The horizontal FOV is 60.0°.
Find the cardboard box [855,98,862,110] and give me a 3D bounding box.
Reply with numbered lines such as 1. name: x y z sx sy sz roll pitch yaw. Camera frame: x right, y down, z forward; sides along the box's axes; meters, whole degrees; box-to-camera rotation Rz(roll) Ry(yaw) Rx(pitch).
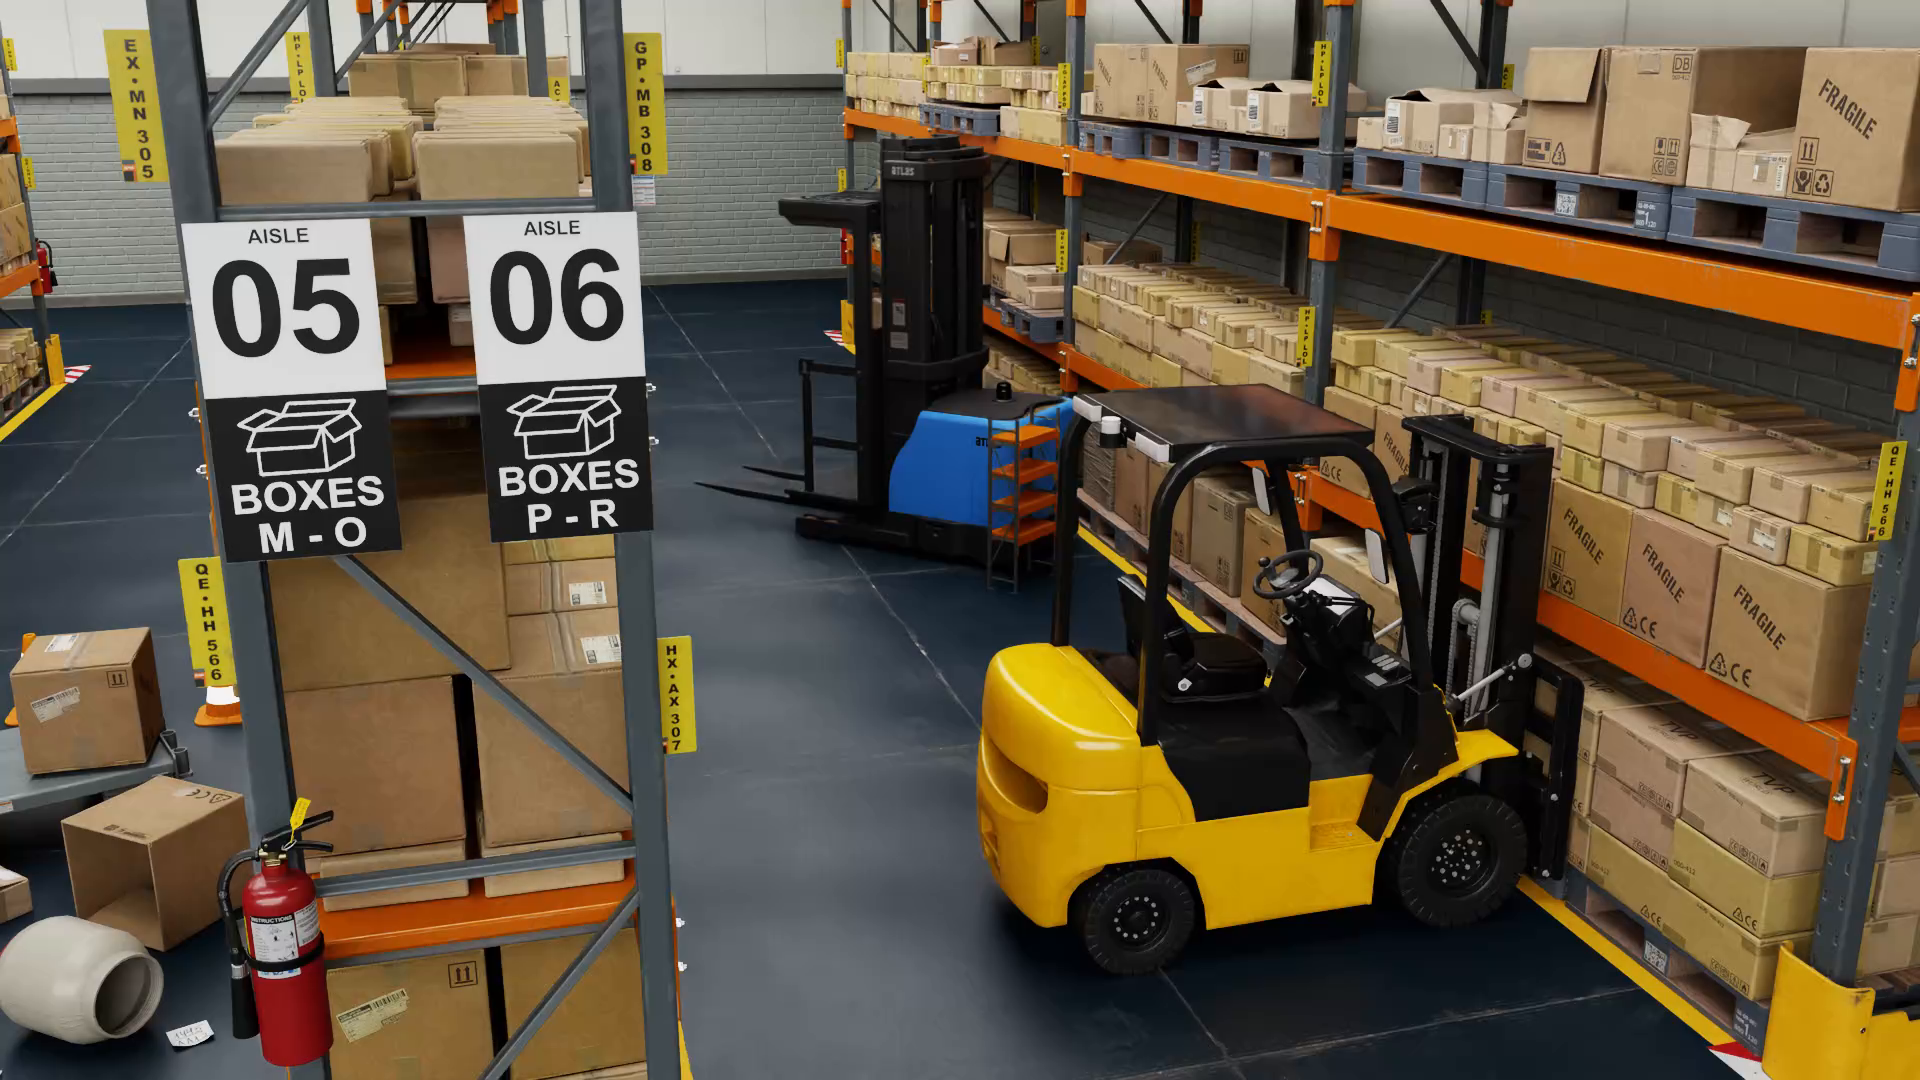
1. cardboard box: -1.033 -5.162 19.645 0.380 0.149 0.250 -4 17 -14

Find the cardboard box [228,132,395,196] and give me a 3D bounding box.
1. cardboard box: -1.682 -0.976 4.323 0.380 0.149 0.250 -4 17 -14

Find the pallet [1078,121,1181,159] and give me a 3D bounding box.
1. pallet: 1.574 -2.905 12.022 1.213 0.211 1.003 -4 17 -13

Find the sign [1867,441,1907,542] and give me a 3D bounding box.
1. sign: 2.974 -0.155 5.331 0.100 0.325 0.005 -5 17 -15

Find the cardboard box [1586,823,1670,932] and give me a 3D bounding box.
1. cardboard box: 2.940 1.346 6.806 0.500 0.250 0.500 -5 17 -15

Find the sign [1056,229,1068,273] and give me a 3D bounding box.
1. sign: 0.782 -2.210 12.721 0.100 0.325 0.005 -5 17 -15

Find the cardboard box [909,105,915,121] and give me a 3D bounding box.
1. cardboard box: -0.310 -4.381 17.045 0.380 0.149 0.250 -4 17 -13

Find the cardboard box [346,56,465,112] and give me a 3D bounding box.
1. cardboard box: -2.653 -2.195 7.993 0.500 0.250 0.500 -4 17 -14

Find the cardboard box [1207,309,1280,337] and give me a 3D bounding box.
1. cardboard box: 1.777 -1.350 10.430 0.380 0.149 0.250 -5 17 -17

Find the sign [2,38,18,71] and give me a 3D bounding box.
1. sign: -9.861 -5.038 17.258 0.100 0.325 0.005 -5 17 -15

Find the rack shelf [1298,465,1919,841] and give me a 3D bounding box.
1. rack shelf: 2.950 0.265 7.607 1.077 0.370 4.000 -5 17 -15

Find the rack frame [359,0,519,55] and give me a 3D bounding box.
1. rack frame: -3.470 -4.219 10.855 1.000 3.000 0.127 -5 17 -15

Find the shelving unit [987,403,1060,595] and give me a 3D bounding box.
1. shelving unit: 0.433 -0.284 11.313 0.258 1.200 0.503 12 21 35

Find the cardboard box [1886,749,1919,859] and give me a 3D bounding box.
1. cardboard box: 3.550 0.963 6.345 0.500 0.250 0.500 -5 17 -16

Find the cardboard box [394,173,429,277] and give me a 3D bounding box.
1. cardboard box: -1.795 -0.901 4.766 0.500 0.250 0.500 -5 17 -16

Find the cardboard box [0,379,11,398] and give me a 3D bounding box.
1. cardboard box: -9.631 -1.493 16.434 0.380 0.149 0.250 -4 17 -14

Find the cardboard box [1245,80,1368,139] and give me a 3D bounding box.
1. cardboard box: 1.968 -2.457 9.454 0.500 0.311 0.500 -5 18 -17

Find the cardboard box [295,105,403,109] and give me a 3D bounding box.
1. cardboard box: -2.271 -1.542 6.207 0.380 0.149 0.250 -5 18 -17

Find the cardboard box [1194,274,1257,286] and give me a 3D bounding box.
1. cardboard box: 1.912 -1.821 12.000 0.380 0.149 0.250 -5 17 -16

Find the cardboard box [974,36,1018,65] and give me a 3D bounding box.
1. cardboard box: 0.352 -4.673 15.875 0.396 0.266 0.258 -5 17 -16

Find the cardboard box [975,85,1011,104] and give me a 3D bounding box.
1. cardboard box: 0.349 -3.874 14.453 0.380 0.149 0.250 -4 17 -14

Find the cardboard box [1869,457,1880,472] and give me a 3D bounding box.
1. cardboard box: 3.600 -0.216 6.138 0.380 0.149 0.250 -4 17 -13

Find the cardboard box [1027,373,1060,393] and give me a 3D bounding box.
1. cardboard box: 0.787 -1.320 14.119 0.380 0.149 0.250 -5 18 -17

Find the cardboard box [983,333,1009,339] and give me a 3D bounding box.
1. cardboard box: 0.277 -1.899 16.049 0.380 0.149 0.250 -6 18 -18

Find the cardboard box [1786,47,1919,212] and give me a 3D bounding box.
1. cardboard box: 3.144 -1.363 5.484 0.500 0.500 0.500 -4 17 -13

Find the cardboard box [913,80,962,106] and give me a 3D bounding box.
1. cardboard box: -0.171 -4.467 16.637 0.500 0.250 0.500 -5 17 -15

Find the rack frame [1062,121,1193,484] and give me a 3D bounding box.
1. rack frame: 1.301 -1.739 13.028 1.000 3.000 0.127 -5 17 -15

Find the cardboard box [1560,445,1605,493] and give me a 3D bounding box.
1. cardboard box: 2.759 -0.312 6.974 0.380 0.149 0.250 -5 17 -15

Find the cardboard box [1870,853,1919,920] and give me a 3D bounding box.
1. cardboard box: 3.570 1.203 6.412 0.500 0.250 0.500 -4 17 -14

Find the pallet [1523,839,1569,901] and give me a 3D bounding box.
1. pallet: 2.918 1.264 7.877 1.003 0.211 1.213 -5 17 -15

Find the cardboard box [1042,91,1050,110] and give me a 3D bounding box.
1. cardboard box: 0.872 -3.522 13.316 0.380 0.149 0.250 -4 17 -14

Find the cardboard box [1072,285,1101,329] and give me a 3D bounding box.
1. cardboard box: 1.164 -1.763 12.498 0.500 0.250 0.500 -5 17 -15

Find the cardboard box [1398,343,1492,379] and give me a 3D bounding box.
1. cardboard box: 2.440 -0.887 8.373 0.380 0.149 0.250 -5 17 -16

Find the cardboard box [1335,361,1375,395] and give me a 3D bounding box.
1. cardboard box: 2.235 -0.882 8.874 0.380 0.149 0.250 -5 17 -16

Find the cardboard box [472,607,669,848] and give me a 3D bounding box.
1. cardboard box: -1.135 0.524 4.803 0.500 0.500 0.500 -5 17 -16

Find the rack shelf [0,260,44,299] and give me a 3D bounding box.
1. rack shelf: -9.851 -2.242 15.951 1.077 0.370 4.000 -5 17 -15

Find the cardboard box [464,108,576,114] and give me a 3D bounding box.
1. cardboard box: -1.556 -1.446 5.888 0.380 0.149 0.250 -4 17 -15

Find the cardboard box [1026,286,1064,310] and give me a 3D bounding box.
1. cardboard box: 0.752 -1.971 13.508 0.380 0.149 0.250 -4 17 -14

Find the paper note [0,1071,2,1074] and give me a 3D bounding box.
1. paper note: -3.534 1.944 5.948 0.148 0.019 0.142 1 17 4

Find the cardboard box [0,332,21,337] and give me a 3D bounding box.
1. cardboard box: -9.997 -2.060 17.286 0.380 0.149 0.250 -4 17 -14

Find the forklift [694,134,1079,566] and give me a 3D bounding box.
1. forklift: -0.645 -1.511 12.389 3.031 2.935 1.130 10 19 29

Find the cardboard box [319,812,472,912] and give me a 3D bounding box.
1. cardboard box: -1.580 0.901 4.676 0.380 0.149 0.250 -4 17 -13

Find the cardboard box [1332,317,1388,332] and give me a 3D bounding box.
1. cardboard box: 2.419 -1.253 10.108 0.380 0.149 0.250 -5 17 -15

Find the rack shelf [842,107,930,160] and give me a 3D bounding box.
1. rack shelf: -0.347 -4.491 18.225 1.077 0.370 4.000 -5 17 -15

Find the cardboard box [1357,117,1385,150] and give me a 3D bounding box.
1. cardboard box: 2.232 -2.050 8.381 0.380 0.149 0.250 -4 17 -14

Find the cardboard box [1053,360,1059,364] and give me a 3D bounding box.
1. cardboard box: 1.051 -1.576 14.973 0.380 0.149 0.250 -5 17 -15

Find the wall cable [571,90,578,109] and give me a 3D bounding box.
1. wall cable: -5.880 -5.718 24.509 0.588 1.984 0.122 -5 17 -15

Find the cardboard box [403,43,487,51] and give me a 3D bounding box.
1. cardboard box: -4.971 -4.558 16.114 0.797 0.503 0.637 -3 17 -11

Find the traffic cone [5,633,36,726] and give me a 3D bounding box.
1. traffic cone: -5.099 0.742 9.177 0.336 0.463 0.334 -5 17 -15

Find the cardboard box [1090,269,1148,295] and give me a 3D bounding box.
1. cardboard box: 1.180 -1.913 12.304 0.380 0.149 0.250 -4 17 -14

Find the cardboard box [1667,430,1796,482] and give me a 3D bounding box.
1. cardboard box: 3.006 -0.321 6.487 0.380 0.149 0.250 -5 17 -15

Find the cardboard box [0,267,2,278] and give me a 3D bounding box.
1. cardboard box: -9.787 -2.667 16.554 0.380 0.149 0.250 -6 18 -18

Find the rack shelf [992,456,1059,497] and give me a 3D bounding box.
1. rack shelf: 0.433 -0.434 11.268 0.258 0.148 0.480 12 21 35

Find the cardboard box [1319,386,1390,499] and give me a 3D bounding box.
1. cardboard box: 2.272 -0.537 8.853 0.500 0.500 0.500 -5 17 -17

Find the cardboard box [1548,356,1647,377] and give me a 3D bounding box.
1. cardboard box: 3.075 -0.787 8.039 0.380 0.149 0.250 -5 17 -16

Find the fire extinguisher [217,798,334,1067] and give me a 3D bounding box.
1. fire extinguisher: -1.683 0.972 4.136 0.296 0.674 0.183 -5 17 -15
